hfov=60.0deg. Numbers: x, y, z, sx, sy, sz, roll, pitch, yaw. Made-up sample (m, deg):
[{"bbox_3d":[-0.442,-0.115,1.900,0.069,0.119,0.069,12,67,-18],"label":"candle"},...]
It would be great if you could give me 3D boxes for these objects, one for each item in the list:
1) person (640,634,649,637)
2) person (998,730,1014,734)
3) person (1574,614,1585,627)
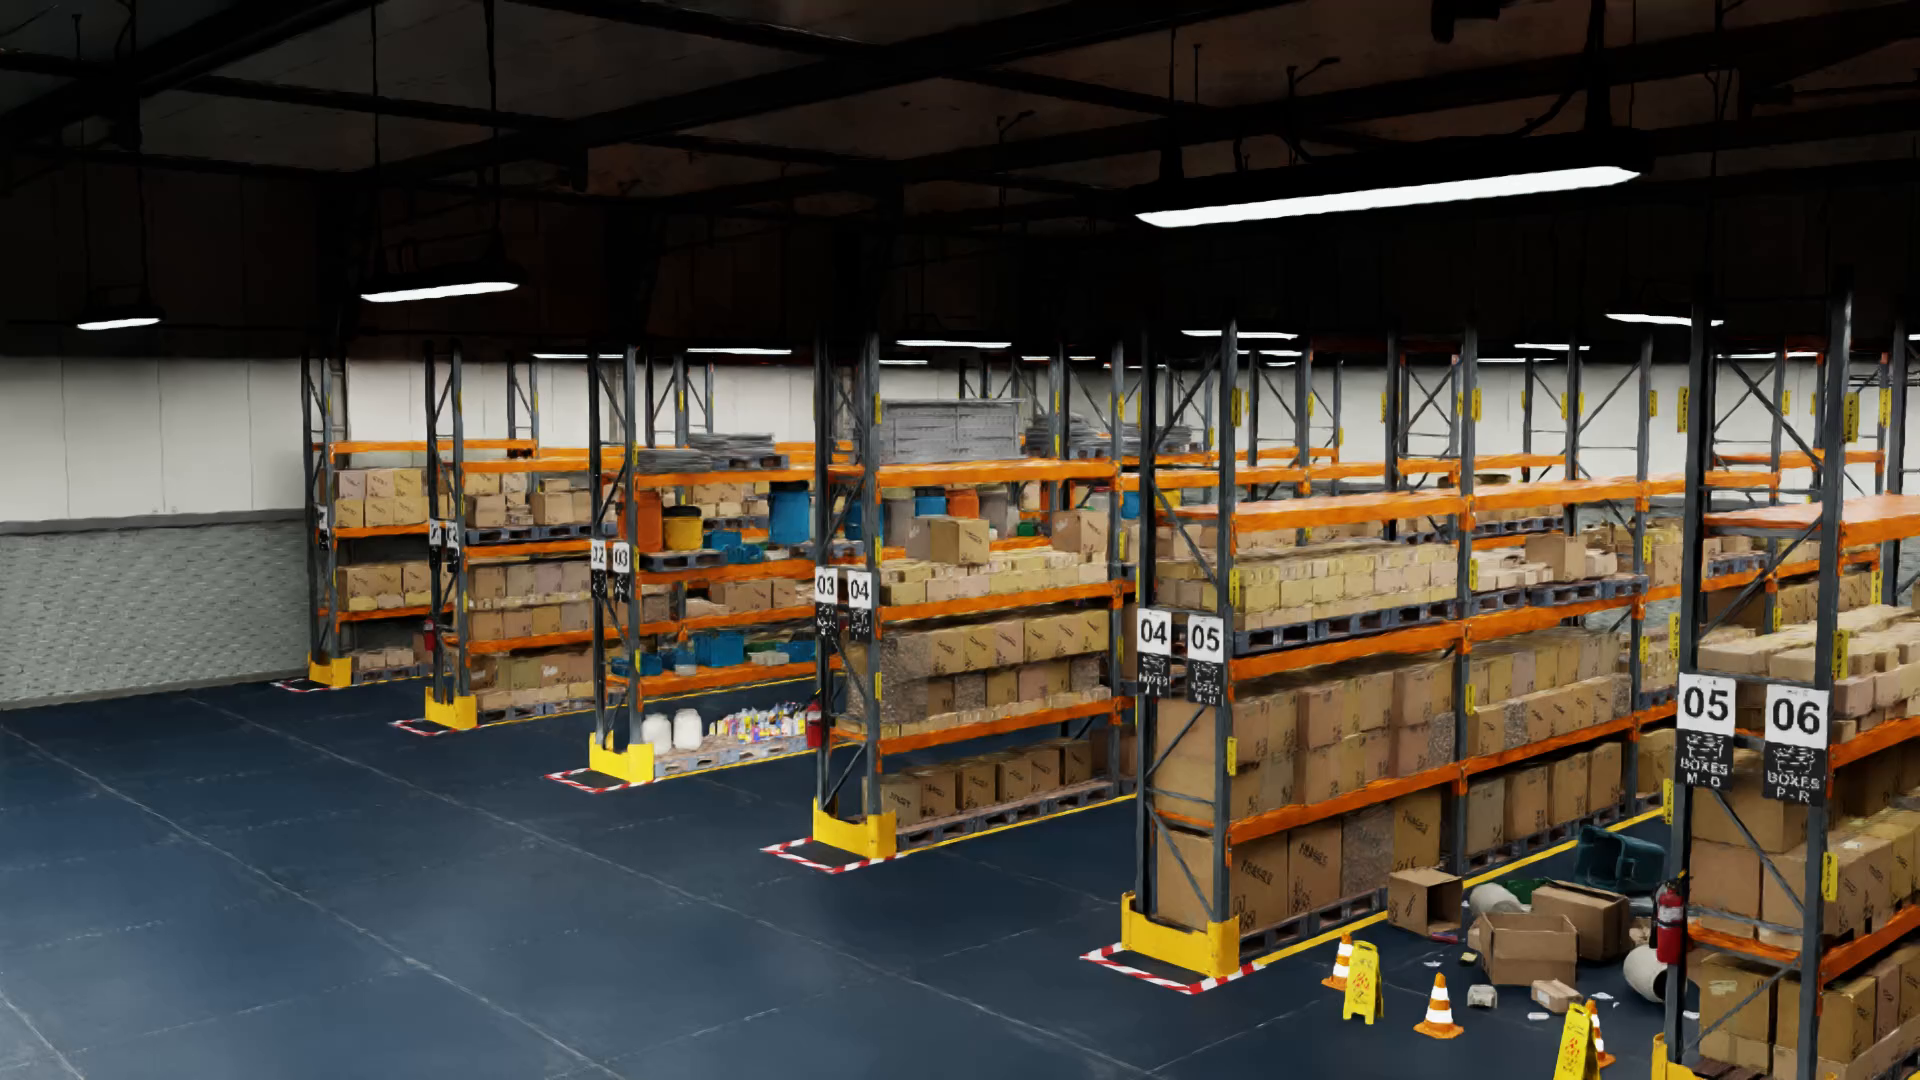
[{"bbox_3d":[-5.893,1.693,30.264,0.445,1.590,1.091,5,7,45],"label":"person"},{"bbox_3d":[0.538,2.080,25.310,0.546,1.733,0.724,-5,7,-44],"label":"person"},{"bbox_3d":[11.515,1.591,31.259,0.963,1.677,0.578,-2,5,-20],"label":"person"}]
